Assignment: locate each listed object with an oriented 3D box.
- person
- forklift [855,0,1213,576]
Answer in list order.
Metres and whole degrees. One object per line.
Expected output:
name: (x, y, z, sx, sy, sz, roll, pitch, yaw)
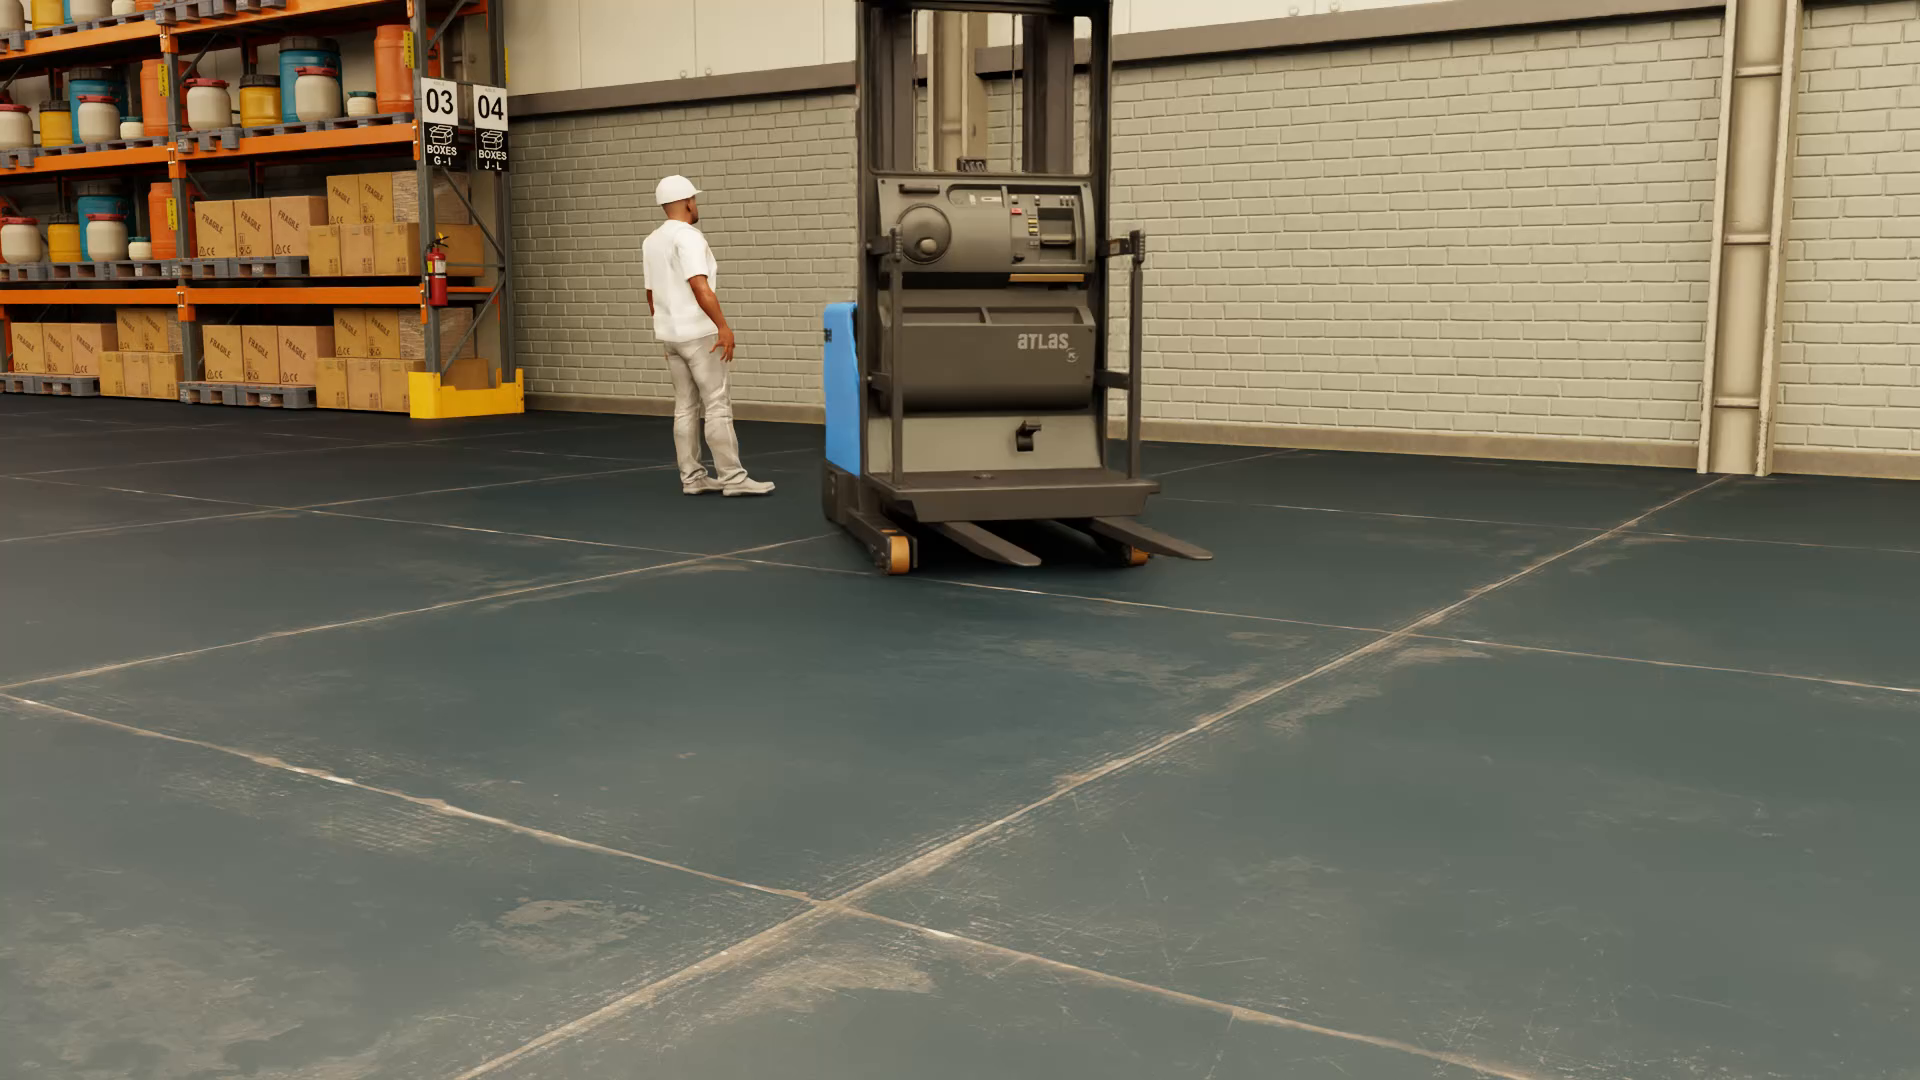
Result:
person: (-1.442, -1.144, 9.327, 0.578, 1.765, 0.666, -7, 10, -39)
forklift: (0.163, -1.366, 6.801, 1.121, 2.935, 3.031, -2, 8, -14)
